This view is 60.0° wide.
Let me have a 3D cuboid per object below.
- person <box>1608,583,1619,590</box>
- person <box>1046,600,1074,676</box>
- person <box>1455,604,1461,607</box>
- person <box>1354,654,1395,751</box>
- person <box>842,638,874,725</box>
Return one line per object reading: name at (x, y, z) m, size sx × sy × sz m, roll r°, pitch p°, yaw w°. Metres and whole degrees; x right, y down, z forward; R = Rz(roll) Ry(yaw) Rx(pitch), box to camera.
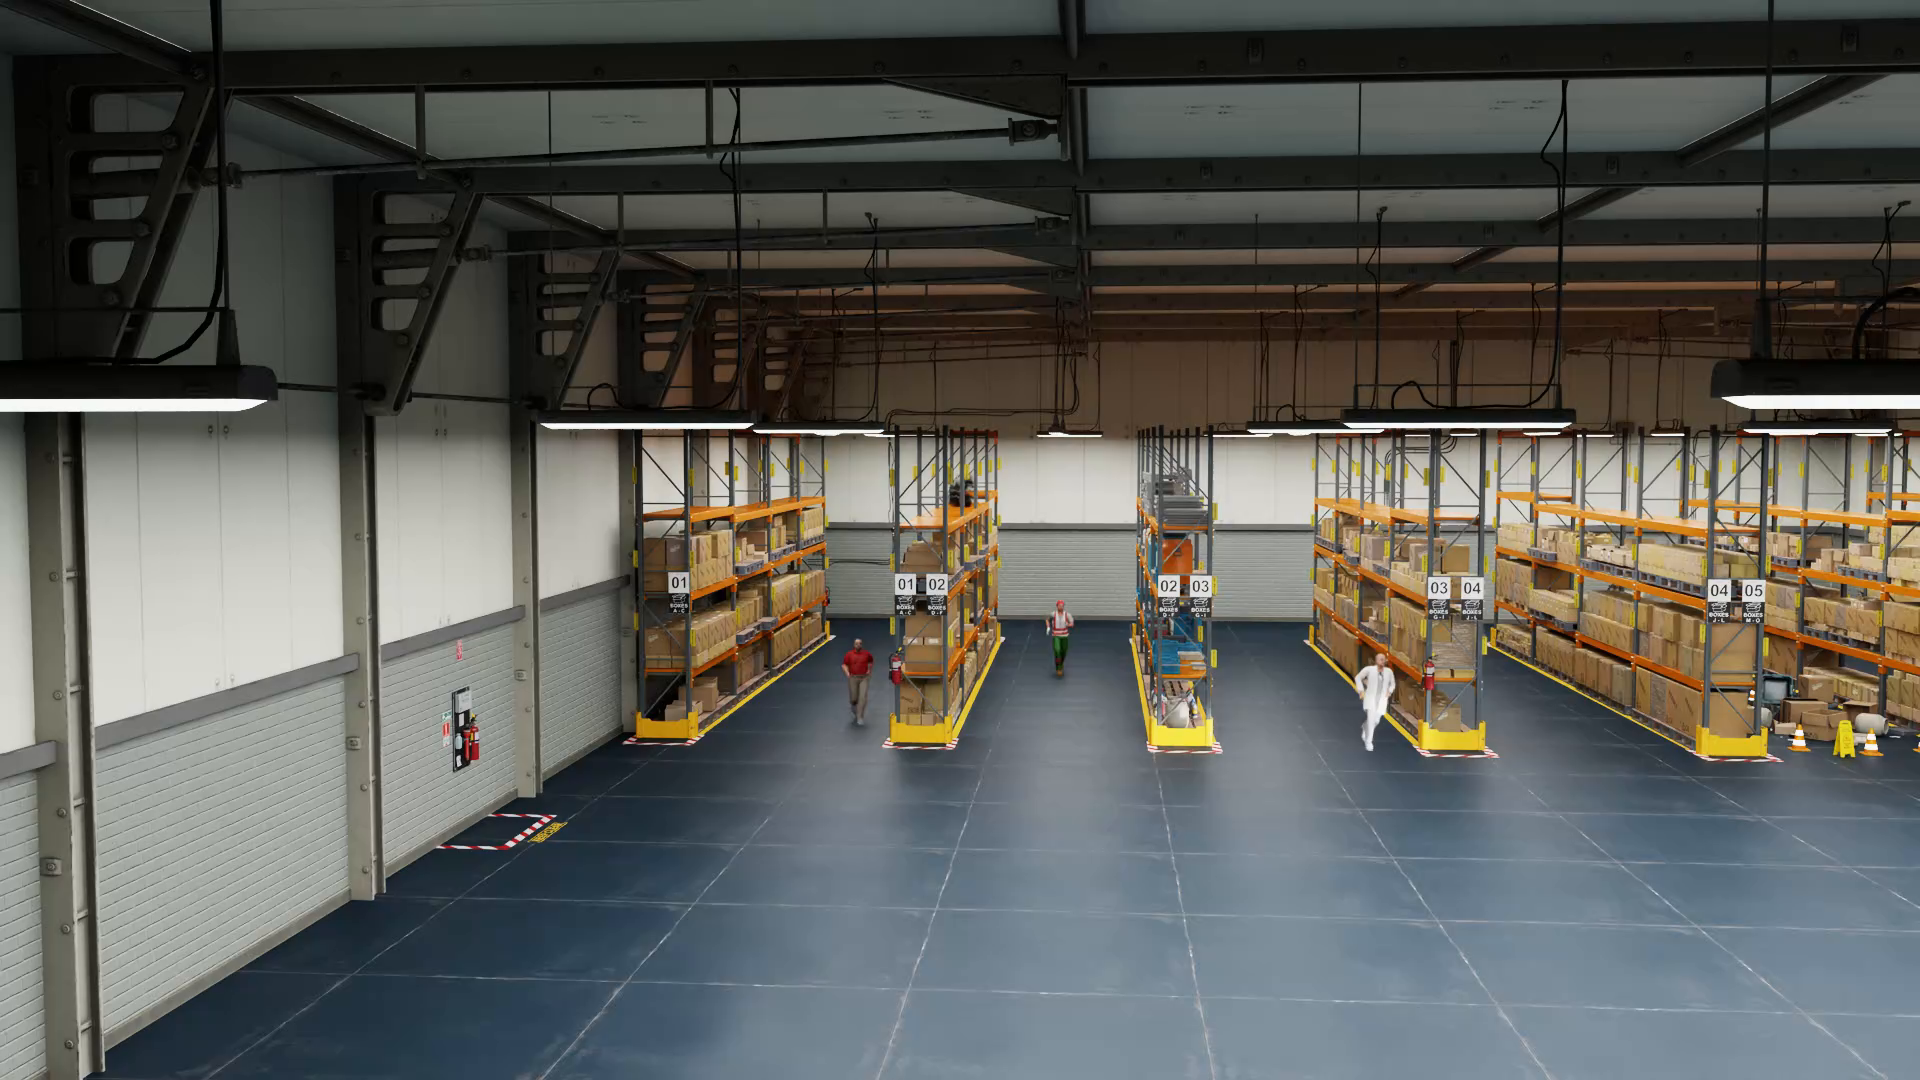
person at (18.576, 1.996, 47.325) m, size 0.762 × 1.800 × 0.694 m, roll 0°, pitch 3°, yaw 6°
person at (2.449, 2.358, 40.566) m, size 0.658 × 1.786 × 0.979 m, roll 0°, pitch 3°, yaw -5°
person at (13.337, 2.222, 43.815) m, size 0.693 × 1.734 × 0.596 m, roll 0°, pitch 3°, yaw 4°
person at (7.769, 3.011, 31.095) m, size 0.749 × 1.739 × 0.900 m, roll 0°, pitch 3°, yaw -4°
person at (-2.062, 2.855, 33.836) m, size 0.663 × 1.717 × 0.816 m, roll 0°, pitch 3°, yaw -7°
